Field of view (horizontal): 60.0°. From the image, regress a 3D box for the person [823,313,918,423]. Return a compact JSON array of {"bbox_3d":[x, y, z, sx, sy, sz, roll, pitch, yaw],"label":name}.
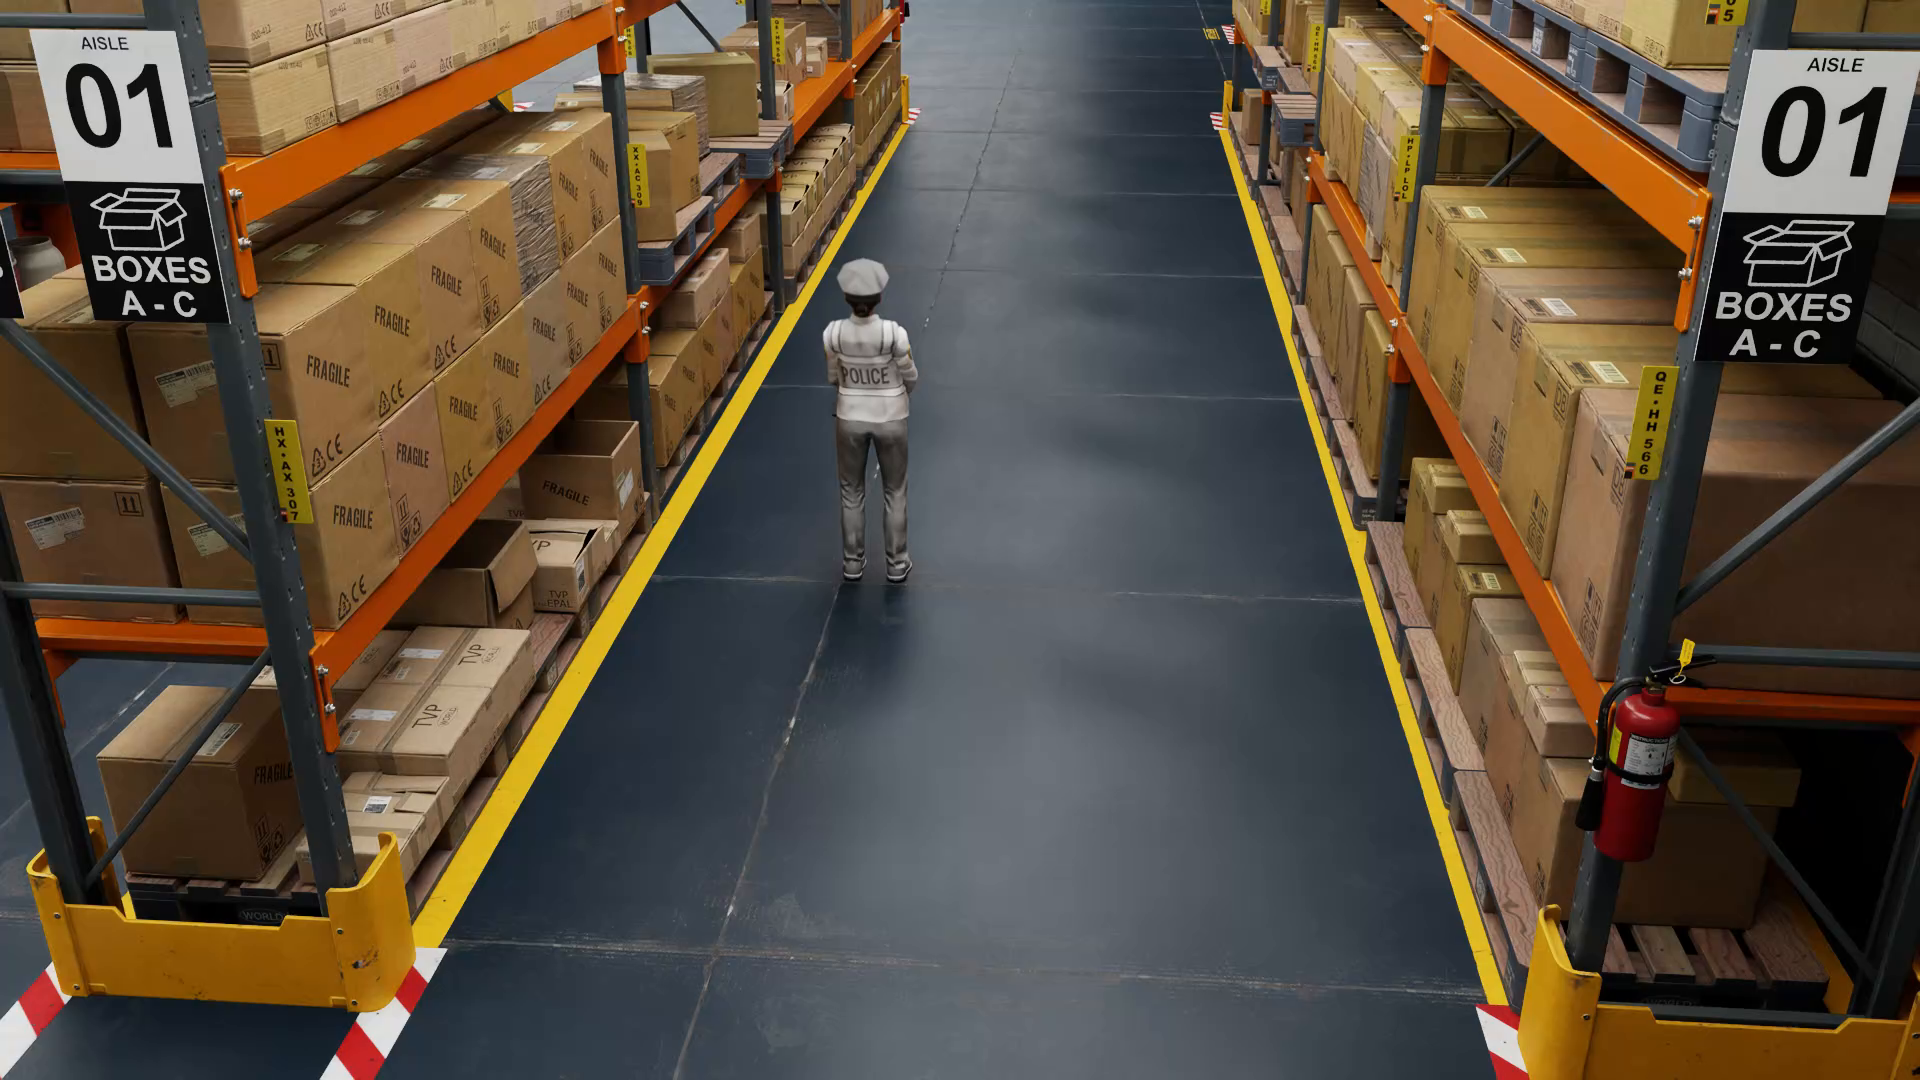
[{"bbox_3d":[-0.438,-0.891,8.269,0.459,0.548,0.412,2,25,5],"label":"person"}]
